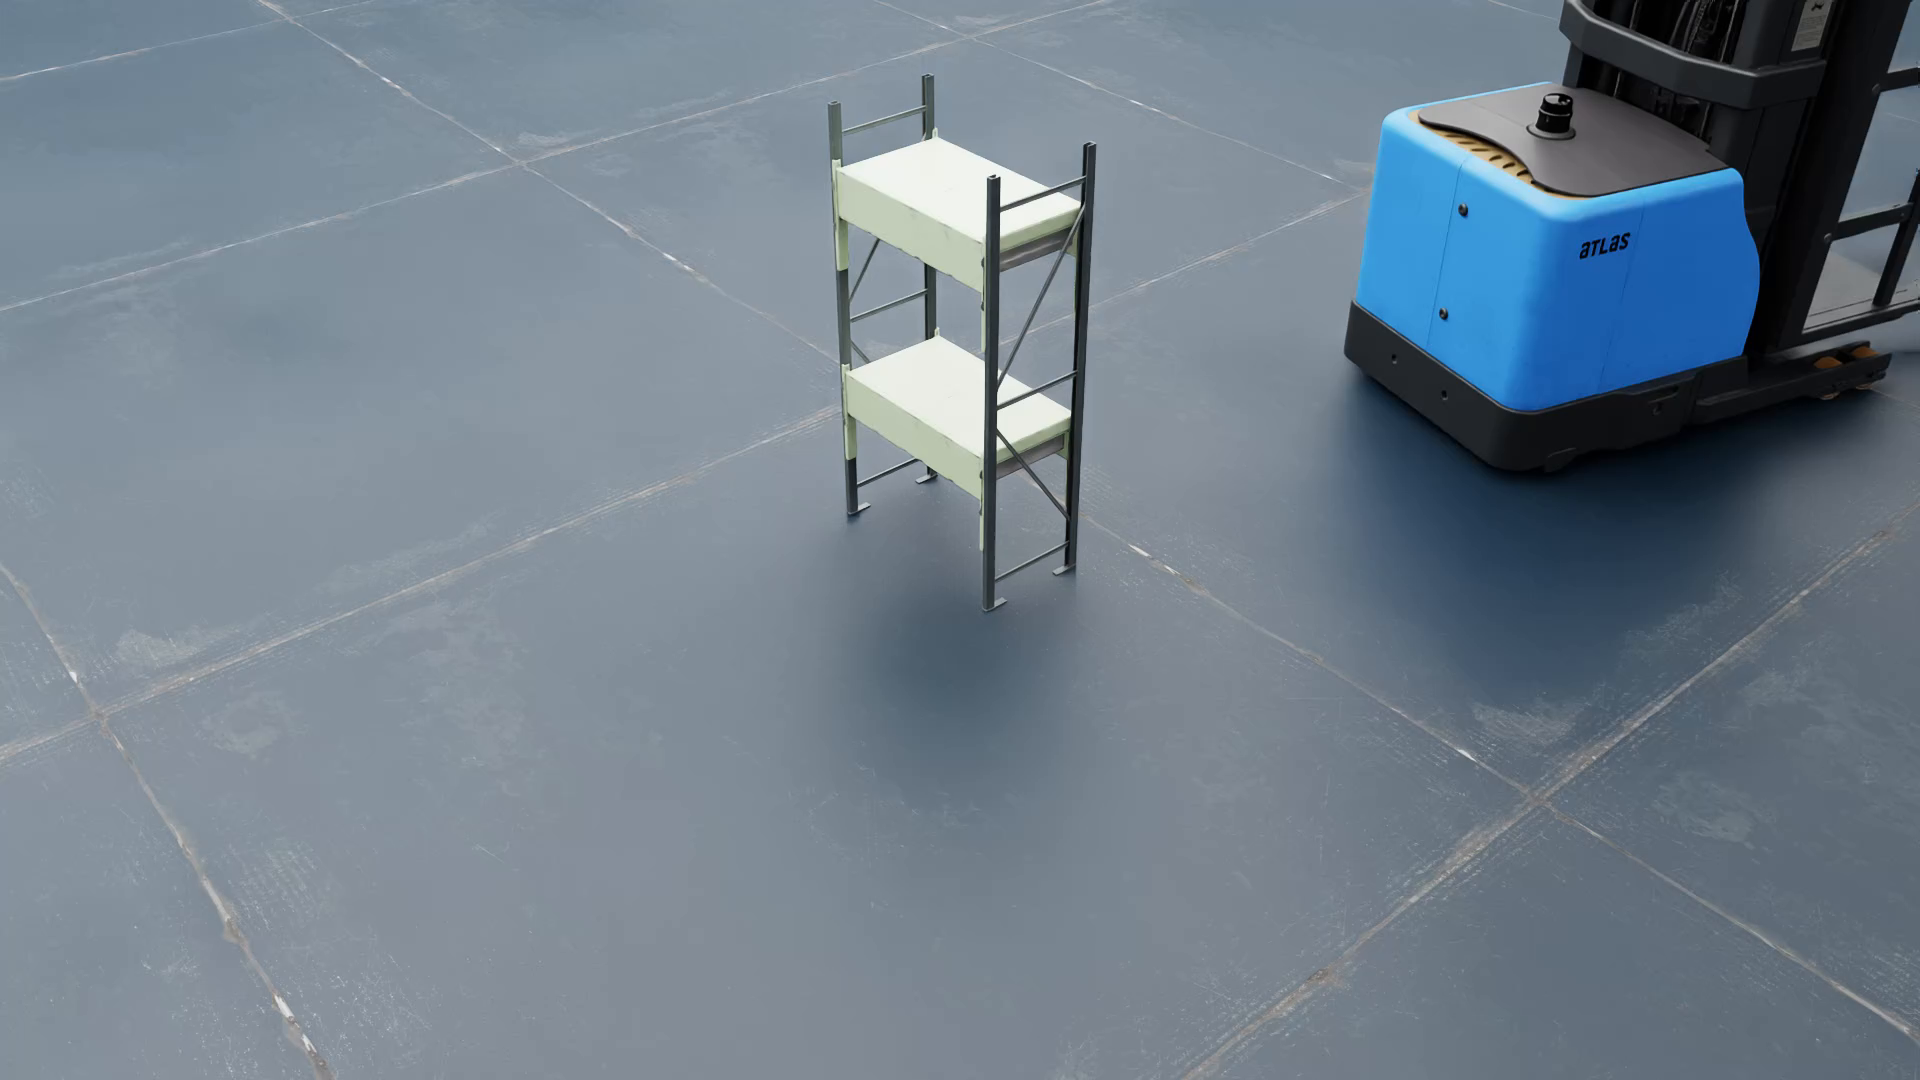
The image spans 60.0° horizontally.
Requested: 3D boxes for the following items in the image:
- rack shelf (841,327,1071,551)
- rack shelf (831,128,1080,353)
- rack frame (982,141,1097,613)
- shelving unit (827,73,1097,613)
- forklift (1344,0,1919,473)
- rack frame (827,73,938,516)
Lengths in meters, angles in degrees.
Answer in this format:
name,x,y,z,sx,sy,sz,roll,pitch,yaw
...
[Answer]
name,x,y,z,sx,sy,sz,roll,pitch,yaw
rack shelf,-0.004,-0.349,5.509,0.431,0.370,0.720,-26,43,-32
rack shelf,-0.004,-0.933,5.095,0.431,0.370,0.720,-26,43,-32
rack frame,0.232,-0.453,5.093,0.400,1.500,0.023,-26,43,-32
shelving unit,-0.004,-0.615,5.321,0.431,1.500,0.755,-26,43,-32
forklift,3.104,-2.006,6.047,3.031,2.935,1.130,-15,38,-20
rack frame,-0.241,-0.777,5.549,0.400,1.500,0.023,-26,43,-32
